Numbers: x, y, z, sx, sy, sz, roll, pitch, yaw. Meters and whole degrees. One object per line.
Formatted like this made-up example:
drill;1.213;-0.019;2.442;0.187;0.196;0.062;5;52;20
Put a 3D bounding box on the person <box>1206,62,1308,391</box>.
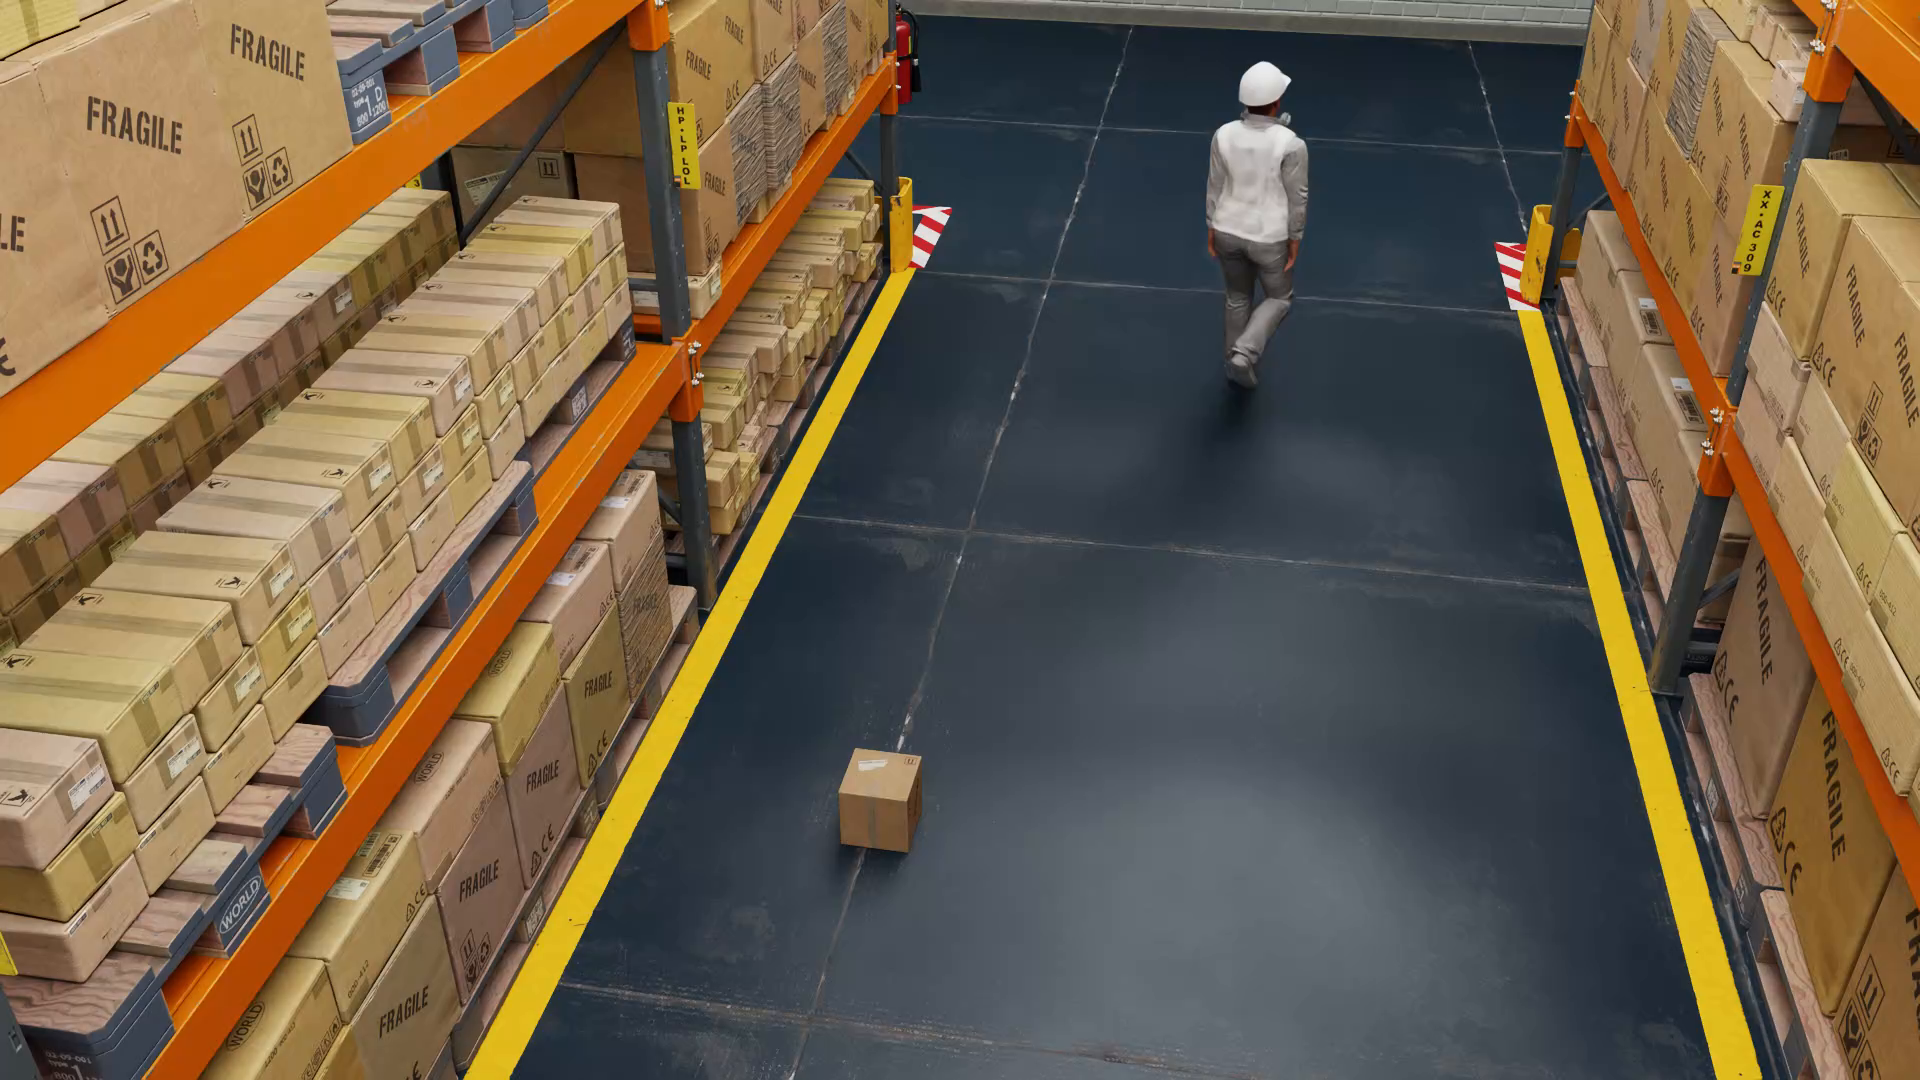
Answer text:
person;1.521;-1.593;8.612;0.539;1.756;0.647;18;36;26
